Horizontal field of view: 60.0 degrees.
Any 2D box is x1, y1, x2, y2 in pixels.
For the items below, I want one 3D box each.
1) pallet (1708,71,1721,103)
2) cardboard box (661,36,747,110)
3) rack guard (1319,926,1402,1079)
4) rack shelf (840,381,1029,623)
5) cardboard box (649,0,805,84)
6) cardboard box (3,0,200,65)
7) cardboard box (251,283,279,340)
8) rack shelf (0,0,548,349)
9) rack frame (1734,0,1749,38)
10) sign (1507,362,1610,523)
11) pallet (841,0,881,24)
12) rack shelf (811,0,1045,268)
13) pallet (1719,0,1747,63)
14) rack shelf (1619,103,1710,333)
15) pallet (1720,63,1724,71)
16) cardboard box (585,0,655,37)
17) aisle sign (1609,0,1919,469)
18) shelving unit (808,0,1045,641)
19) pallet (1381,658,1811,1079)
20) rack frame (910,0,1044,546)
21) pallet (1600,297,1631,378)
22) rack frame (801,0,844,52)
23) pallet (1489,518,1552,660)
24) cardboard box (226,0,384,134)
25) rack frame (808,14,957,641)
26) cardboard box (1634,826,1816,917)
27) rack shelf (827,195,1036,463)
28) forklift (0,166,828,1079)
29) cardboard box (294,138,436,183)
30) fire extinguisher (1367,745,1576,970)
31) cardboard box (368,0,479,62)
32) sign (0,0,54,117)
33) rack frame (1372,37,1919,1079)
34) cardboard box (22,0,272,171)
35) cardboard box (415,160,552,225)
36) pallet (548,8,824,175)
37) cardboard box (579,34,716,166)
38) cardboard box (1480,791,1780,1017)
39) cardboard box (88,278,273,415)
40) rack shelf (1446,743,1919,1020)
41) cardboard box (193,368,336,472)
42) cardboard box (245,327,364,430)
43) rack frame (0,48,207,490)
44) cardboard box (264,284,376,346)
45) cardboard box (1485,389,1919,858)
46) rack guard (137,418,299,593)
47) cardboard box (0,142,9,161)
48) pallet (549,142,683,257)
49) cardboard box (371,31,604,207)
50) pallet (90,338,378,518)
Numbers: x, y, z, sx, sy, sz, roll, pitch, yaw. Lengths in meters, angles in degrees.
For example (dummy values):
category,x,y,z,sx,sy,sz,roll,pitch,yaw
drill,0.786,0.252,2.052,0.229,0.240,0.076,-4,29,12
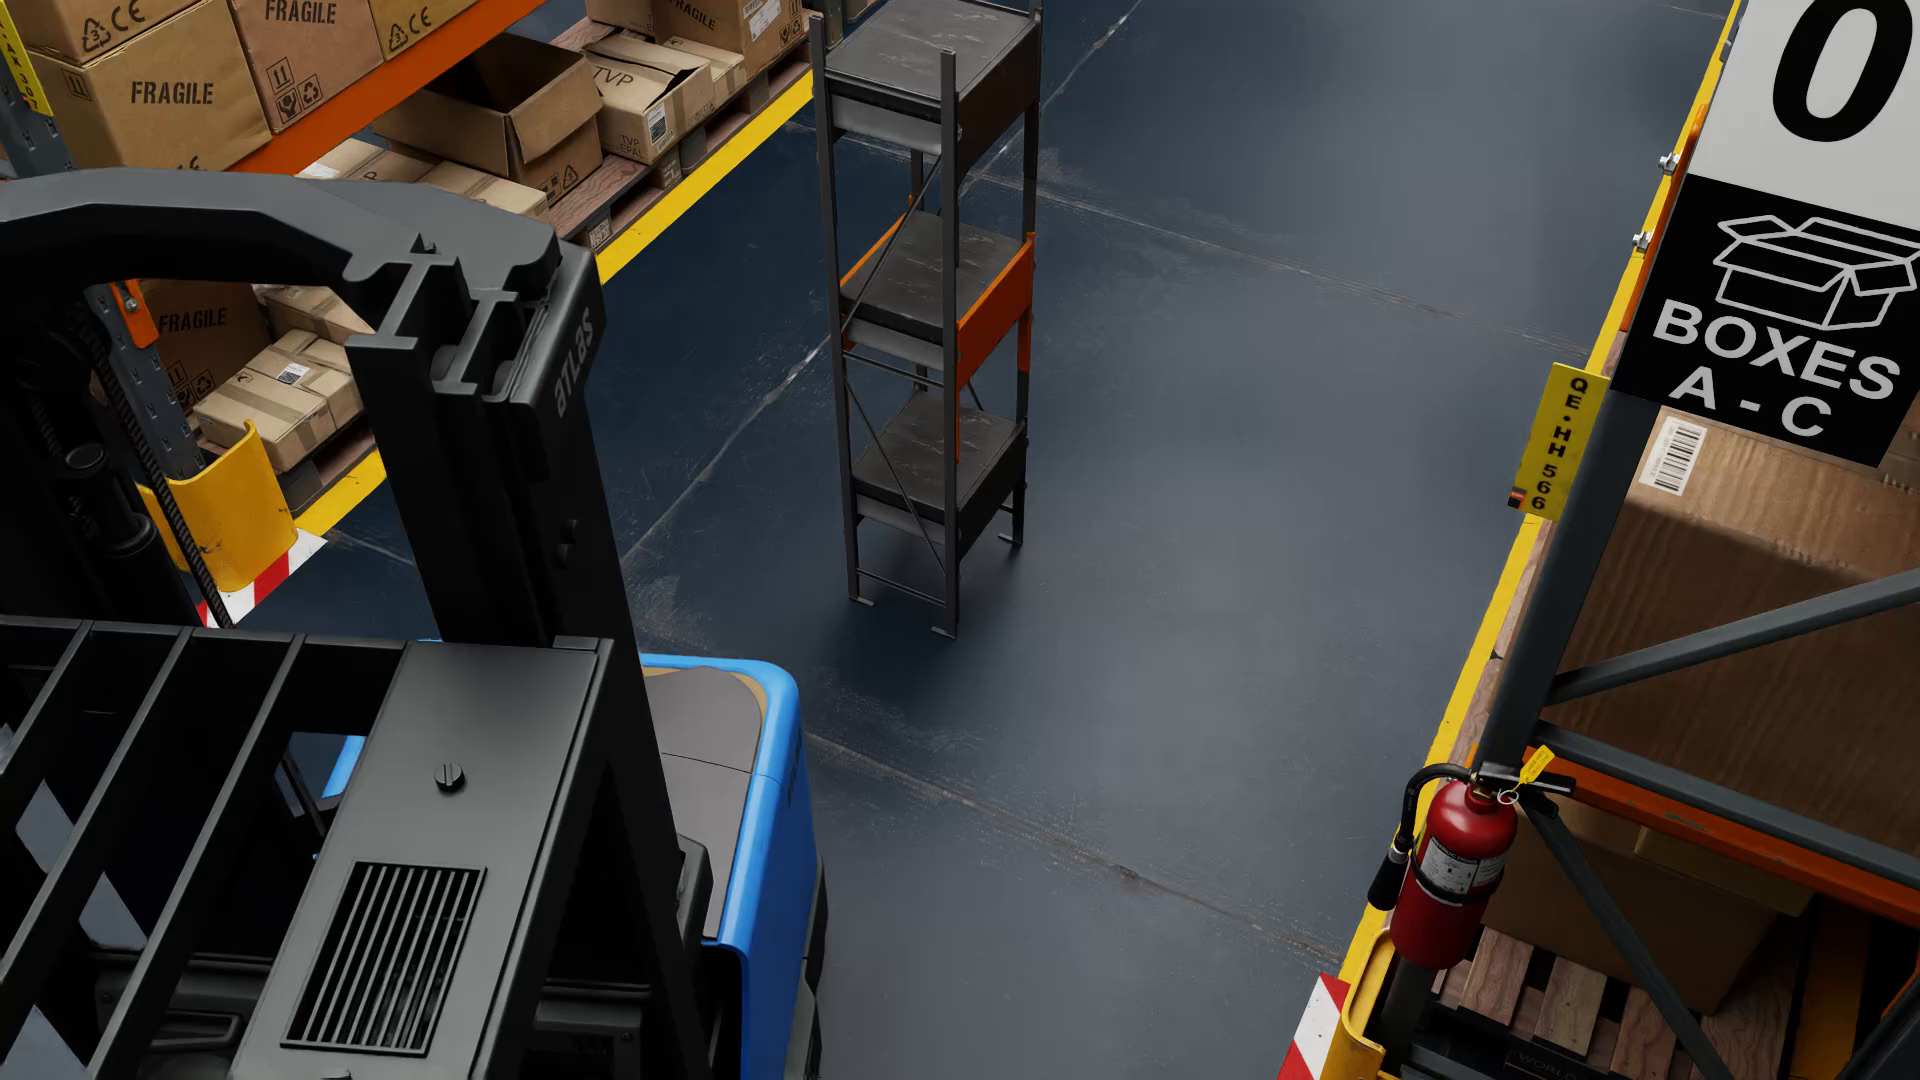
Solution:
category,x,y,z,sx,sy,sz,roll,pitch,yaw
pallet,3.637,-1.532,7.116,1.003,0.211,1.213,20,49,19
cardboard box,-1.178,-2.078,7.390,0.380,0.149,0.250,20,49,19
rack guard,1.478,1.412,4.003,1.175,0.500,0.348,20,49,19
rack shelf,-0.077,-0.132,5.408,0.431,0.518,0.480,20,49,19
cardboard box,-1.057,-2.458,7.518,0.500,0.500,0.500,20,49,19
cardboard box,-2.461,-1.694,4.542,0.500,0.500,0.500,22,49,20
cardboard box,-2.599,-0.923,6.236,0.380,0.166,0.250,20,49,19
rack shelf,-1.972,-2.122,6.244,1.077,0.370,4.000,20,49,19
rack frame,1.489,-1.590,0.995,1.000,3.000,0.127,20,49,19
sign,1.015,-0.160,2.818,0.100,0.325,0.005,20,49,19
pallet,-0.700,-3.179,8.744,1.003,0.211,1.213,20,49,19
rack shelf,-0.077,-1.116,4.412,0.431,0.518,0.480,20,49,19
pallet,1.824,-0.976,2.558,1.003,0.211,1.213,20,49,19
rack shelf,2.417,-1.543,3.563,1.077,0.370,4.000,20,49,19
pallet,4.202,-2.304,7.878,1.003,0.211,1.213,20,49,19
cardboard box,-1.430,-2.651,7.842,0.500,0.311,0.500,20,49,19
aisle sign,1.190,-0.449,2.257,0.394,0.787,0.004,20,49,19
shelving unit,-0.077,-0.634,4.900,0.431,2.100,0.503,20,49,19
pallet,1.791,0.969,4.644,1.003,0.211,1.213,20,49,19
rack frame,0.036,-0.788,5.052,0.400,2.100,0.015,20,49,19
pallet,2.923,-0.568,6.163,1.003,0.211,1.213,20,49,19
rack frame,-1.044,-3.635,7.233,1.000,3.000,0.127,20,49,19
pallet,2.358,0.204,5.400,1.003,0.211,1.213,20,49,19
cardboard box,-2.226,-1.669,5.220,0.500,0.500,0.500,20,49,19
rack frame,-0.190,-0.480,4.748,0.400,2.100,0.015,20,49,19
cardboard box,1.844,0.692,3.963,0.380,0.149,0.250,21,49,19
rack shelf,-0.077,-0.624,4.910,0.431,0.518,0.480,20,49,19
forklift,-1.004,1.034,2.667,1.130,2.935,3.031,3,45,3
cardboard box,-2.399,-1.315,6.565,0.500,0.250,0.500,20,49,19
fire extinguisher,1.010,0.619,3.345,0.296,0.674,0.183,20,49,19
cardboard box,-1.991,-1.984,5.532,0.500,0.500,0.500,20,49,19
sign,-2.420,-1.240,4.258,0.100,0.325,0.005,20,49,19
rack frame,1.489,0.519,3.129,1.000,3.000,0.127,20,49,19
cardboard box,-2.461,-1.342,4.897,0.500,0.500,0.500,21,49,20
cardboard box,-1.933,-1.182,6.433,0.500,0.250,0.500,20,49,19
pallet,-1.363,-2.222,7.798,1.003,0.211,1.213,20,49,19
cardboard box,-1.405,-1.919,7.119,0.500,0.311,0.500,20,49,19
cardboard box,1.725,0.776,4.337,0.700,0.500,0.500,20,49,19
cardboard box,-2.866,-0.814,5.894,0.500,0.500,0.500,20,49,19
rack shelf,2.417,-0.489,4.630,1.077,0.370,4.000,20,49,19
cardboard box,-2.402,-0.417,5.749,0.380,0.149,0.250,20,49,19
cardboard box,-2.286,-0.581,5.898,0.380,0.166,0.250,20,49,19
rack frame,-2.901,-1.115,4.743,1.000,3.000,0.127,20,49,19
cardboard box,-2.165,-0.867,6.121,0.500,0.250,0.500,20,49,19
cardboard box,1.717,0.089,3.343,0.980,0.700,0.700,23,50,21
rack guard,-2.865,-0.284,5.679,1.175,0.500,0.348,20,49,19
cardboard box,-2.934,-1.522,5.075,0.500,0.500,0.500,22,49,20
pallet,-1.929,-1.450,7.035,1.003,0.211,1.213,20,49,19
cardboard box,-1.911,-1.726,6.793,0.797,0.503,0.637,20,49,19
pallet,-2.496,-0.685,6.279,1.003,0.211,1.213,20,49,19
